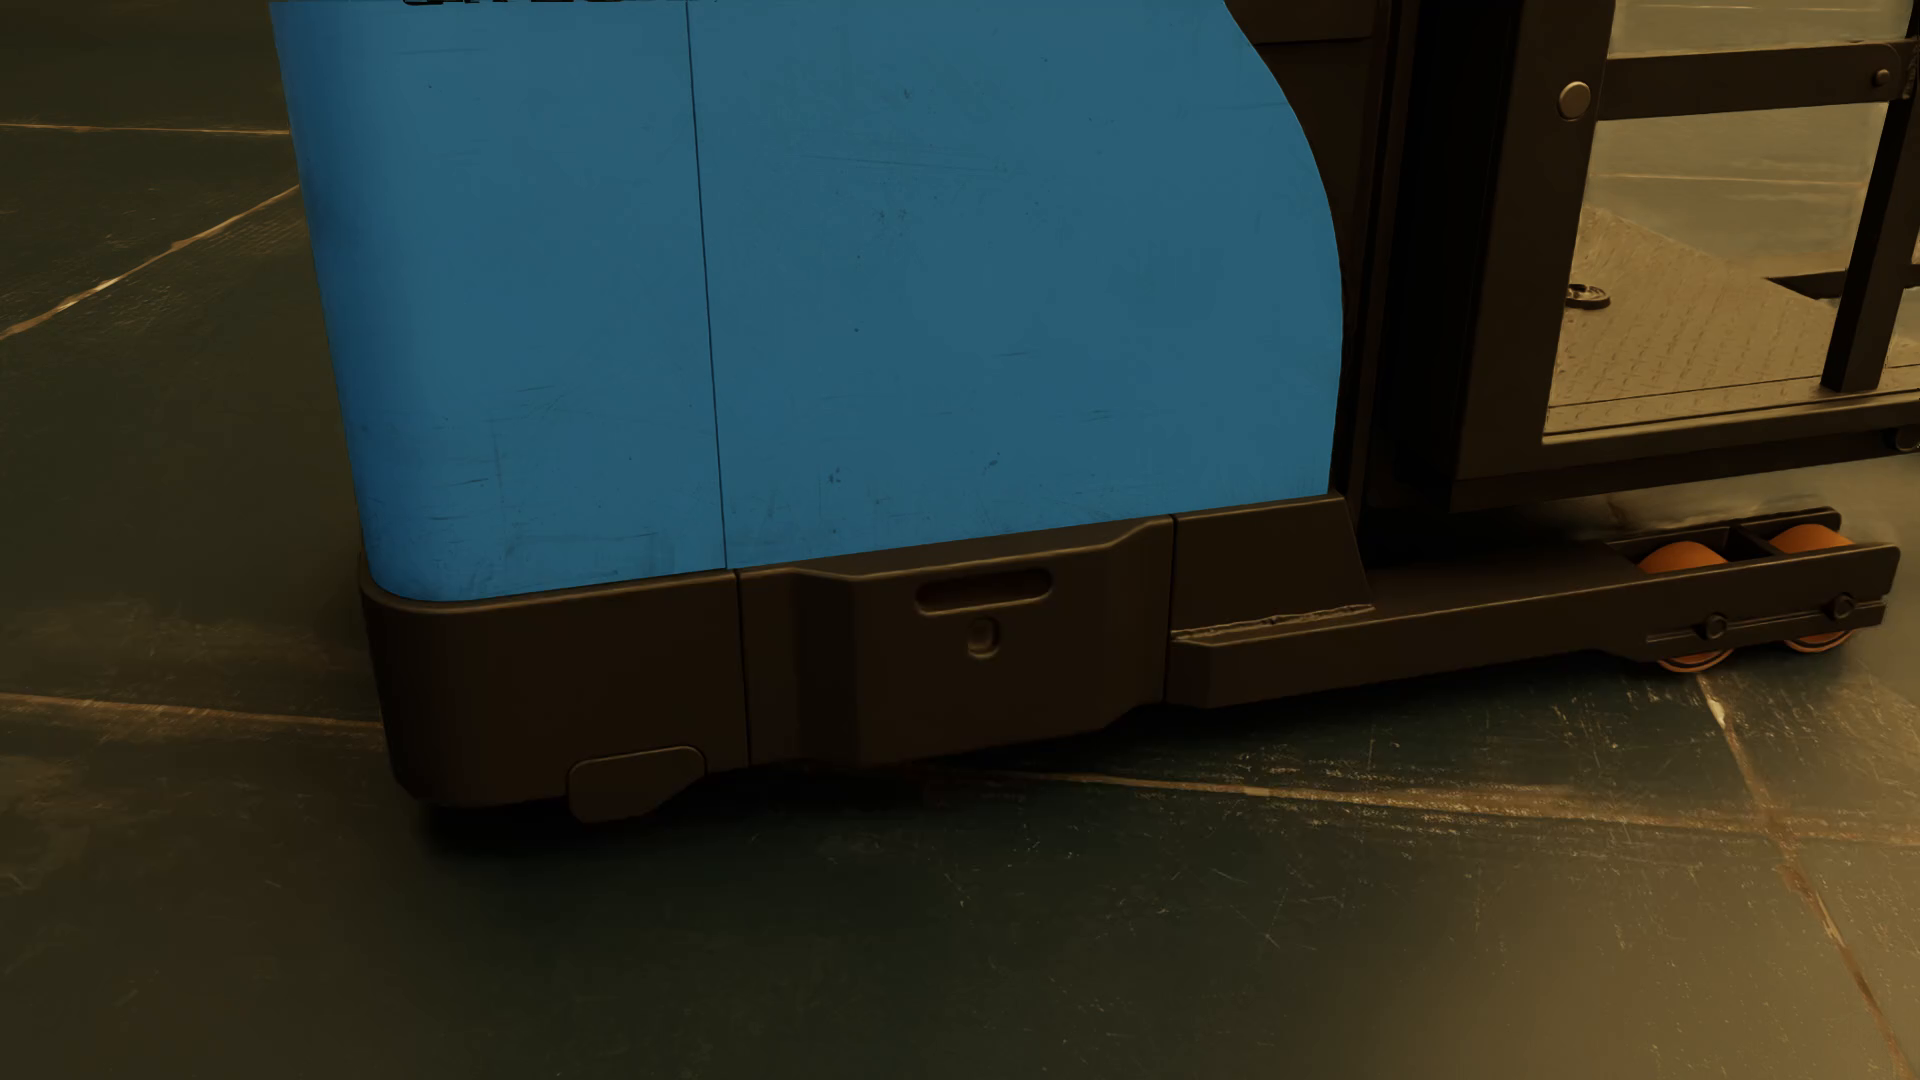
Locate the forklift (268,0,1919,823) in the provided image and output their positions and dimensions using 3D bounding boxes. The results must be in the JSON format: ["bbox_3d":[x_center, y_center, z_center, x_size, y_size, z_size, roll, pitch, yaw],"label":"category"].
[{"bbox_3d":[0.719,-1.359,1.941,3.031,2.935,1.130,-7,27,-14],"label":"forklift"}]
